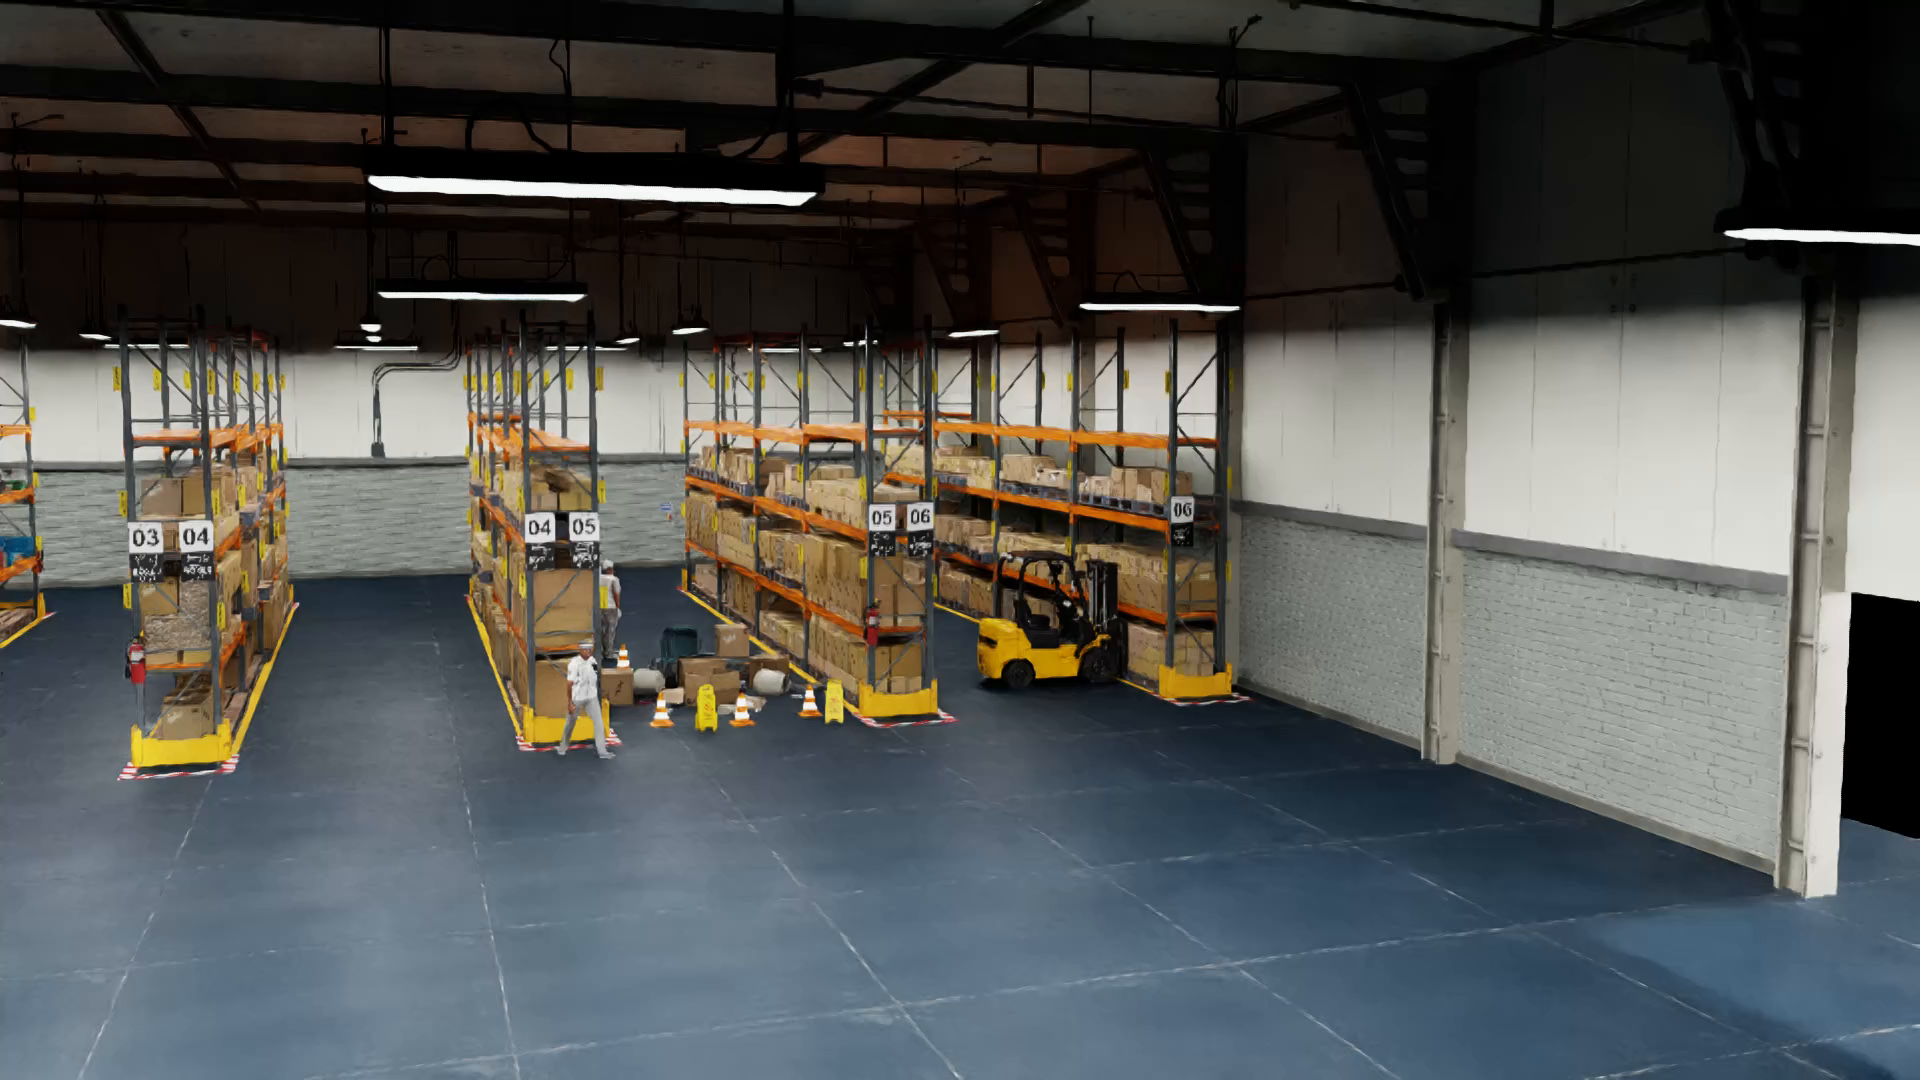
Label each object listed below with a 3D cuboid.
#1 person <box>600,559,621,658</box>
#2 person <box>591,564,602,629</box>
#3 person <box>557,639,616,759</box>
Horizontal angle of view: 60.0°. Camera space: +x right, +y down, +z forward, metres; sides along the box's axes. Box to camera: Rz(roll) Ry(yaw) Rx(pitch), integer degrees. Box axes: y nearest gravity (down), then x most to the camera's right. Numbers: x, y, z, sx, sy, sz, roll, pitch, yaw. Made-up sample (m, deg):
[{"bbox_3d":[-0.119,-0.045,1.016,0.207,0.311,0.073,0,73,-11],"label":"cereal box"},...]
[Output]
[{"bbox_3d":[-6.343,1.232,30.223,0.615,1.783,0.457,5,7,41],"label":"person"},{"bbox_3d":[-7.368,0.940,33.367,0.626,1.765,0.446,5,7,41],"label":"person"},{"bbox_3d":[-5.019,2.100,22.143,0.494,1.624,0.935,-5,7,-41],"label":"person"}]
